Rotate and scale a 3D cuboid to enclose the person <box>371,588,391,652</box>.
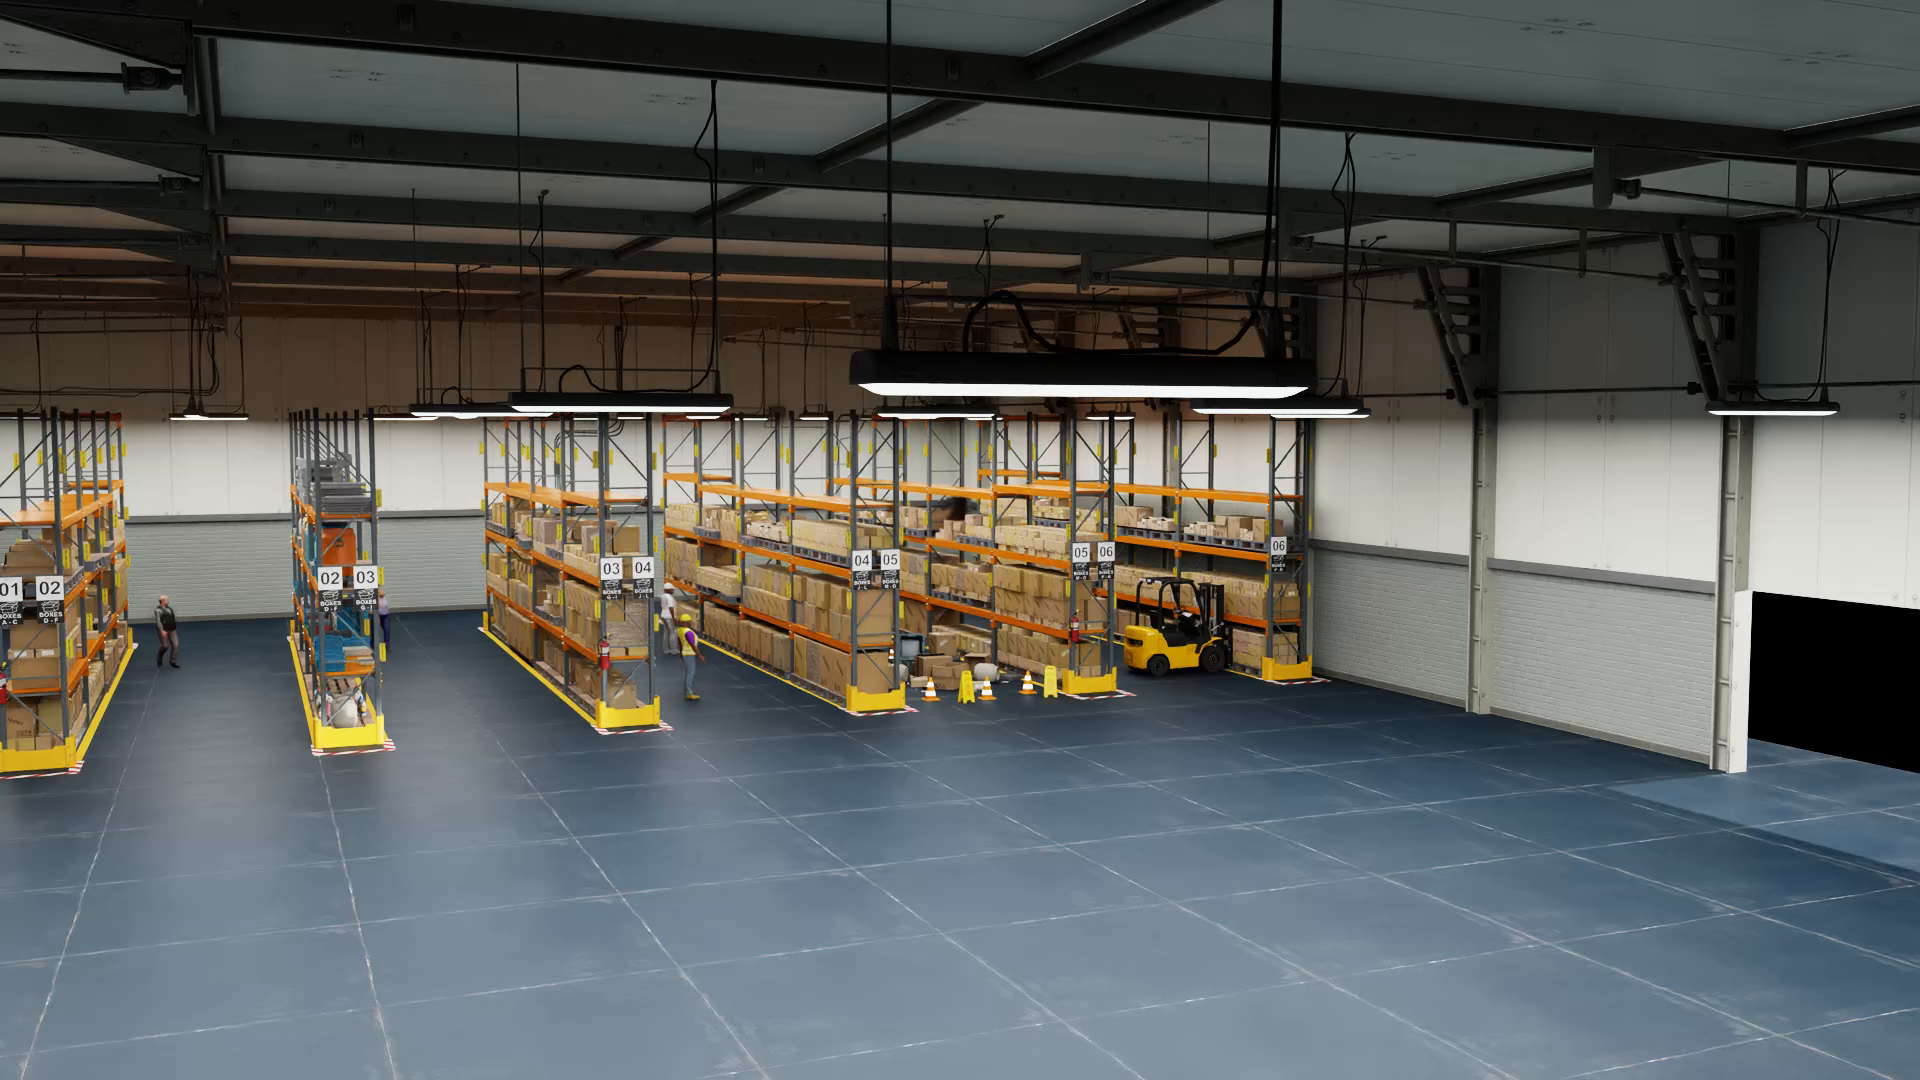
[{"bbox_3d":[-14.589,1.992,41.806,0.447,1.602,0.940,-3,5,-34],"label":"person"}]

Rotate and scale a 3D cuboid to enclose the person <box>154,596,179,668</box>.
[{"bbox_3d":[-18.626,2.159,39.131,0.582,1.708,0.561,2,5,29],"label":"person"}]

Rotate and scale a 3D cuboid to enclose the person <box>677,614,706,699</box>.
[{"bbox_3d":[-5.591,2.430,34.626,0.593,1.803,0.658,0,4,-7],"label":"person"}]

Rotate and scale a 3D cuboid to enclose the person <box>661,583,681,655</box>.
[{"bbox_3d":[-7.149,1.942,41.204,0.434,1.769,0.639,-3,5,-36],"label":"person"}]
